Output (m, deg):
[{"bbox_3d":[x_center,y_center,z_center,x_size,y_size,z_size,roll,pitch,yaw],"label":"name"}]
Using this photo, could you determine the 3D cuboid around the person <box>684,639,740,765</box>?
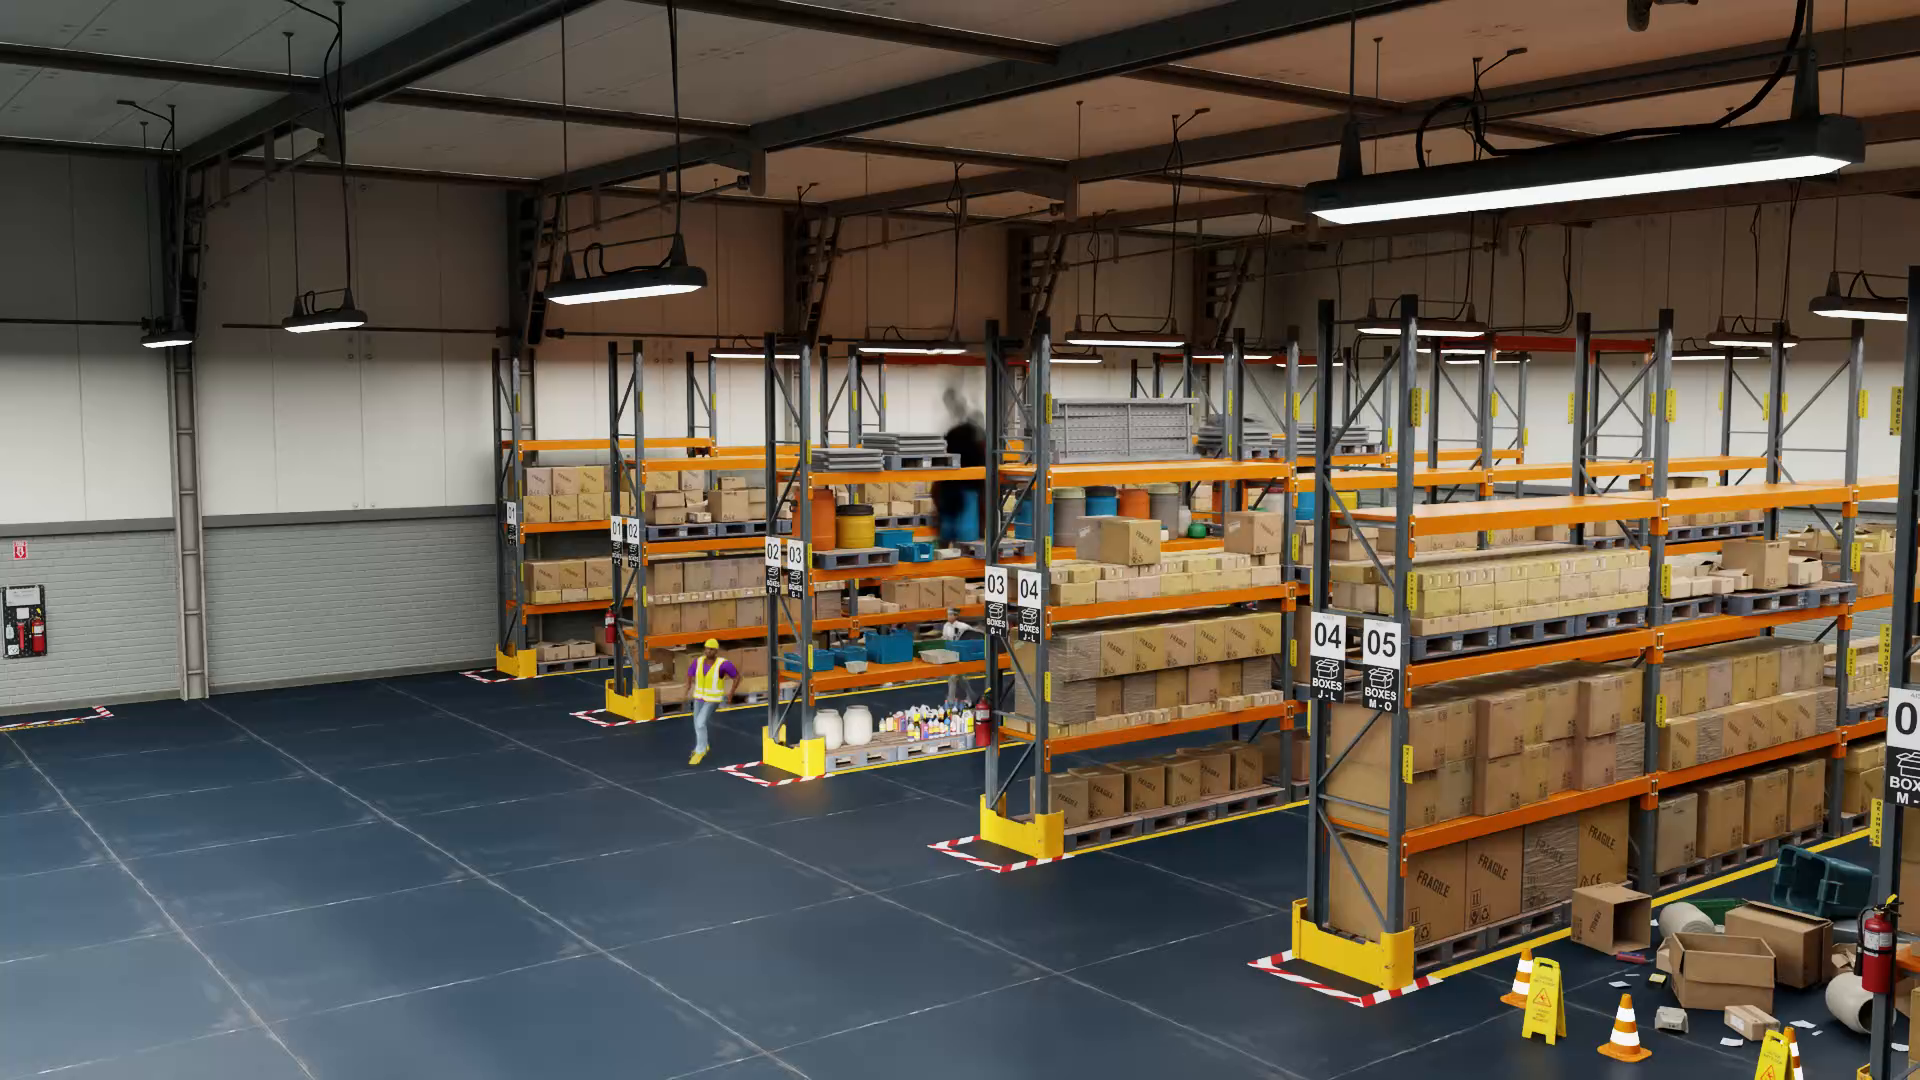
[{"bbox_3d":[-3.527,2.260,23.343,0.763,1.780,0.680,2,5,24],"label":"person"}]

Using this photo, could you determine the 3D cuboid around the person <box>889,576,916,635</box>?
[{"bbox_3d":[-0.990,1.530,32.010,0.818,1.695,0.599,-3,6,-34],"label":"person"}]

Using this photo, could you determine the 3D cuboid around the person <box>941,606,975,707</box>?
[{"bbox_3d":[-0.048,1.922,27.289,0.857,1.719,0.562,-4,7,-41],"label":"person"}]
